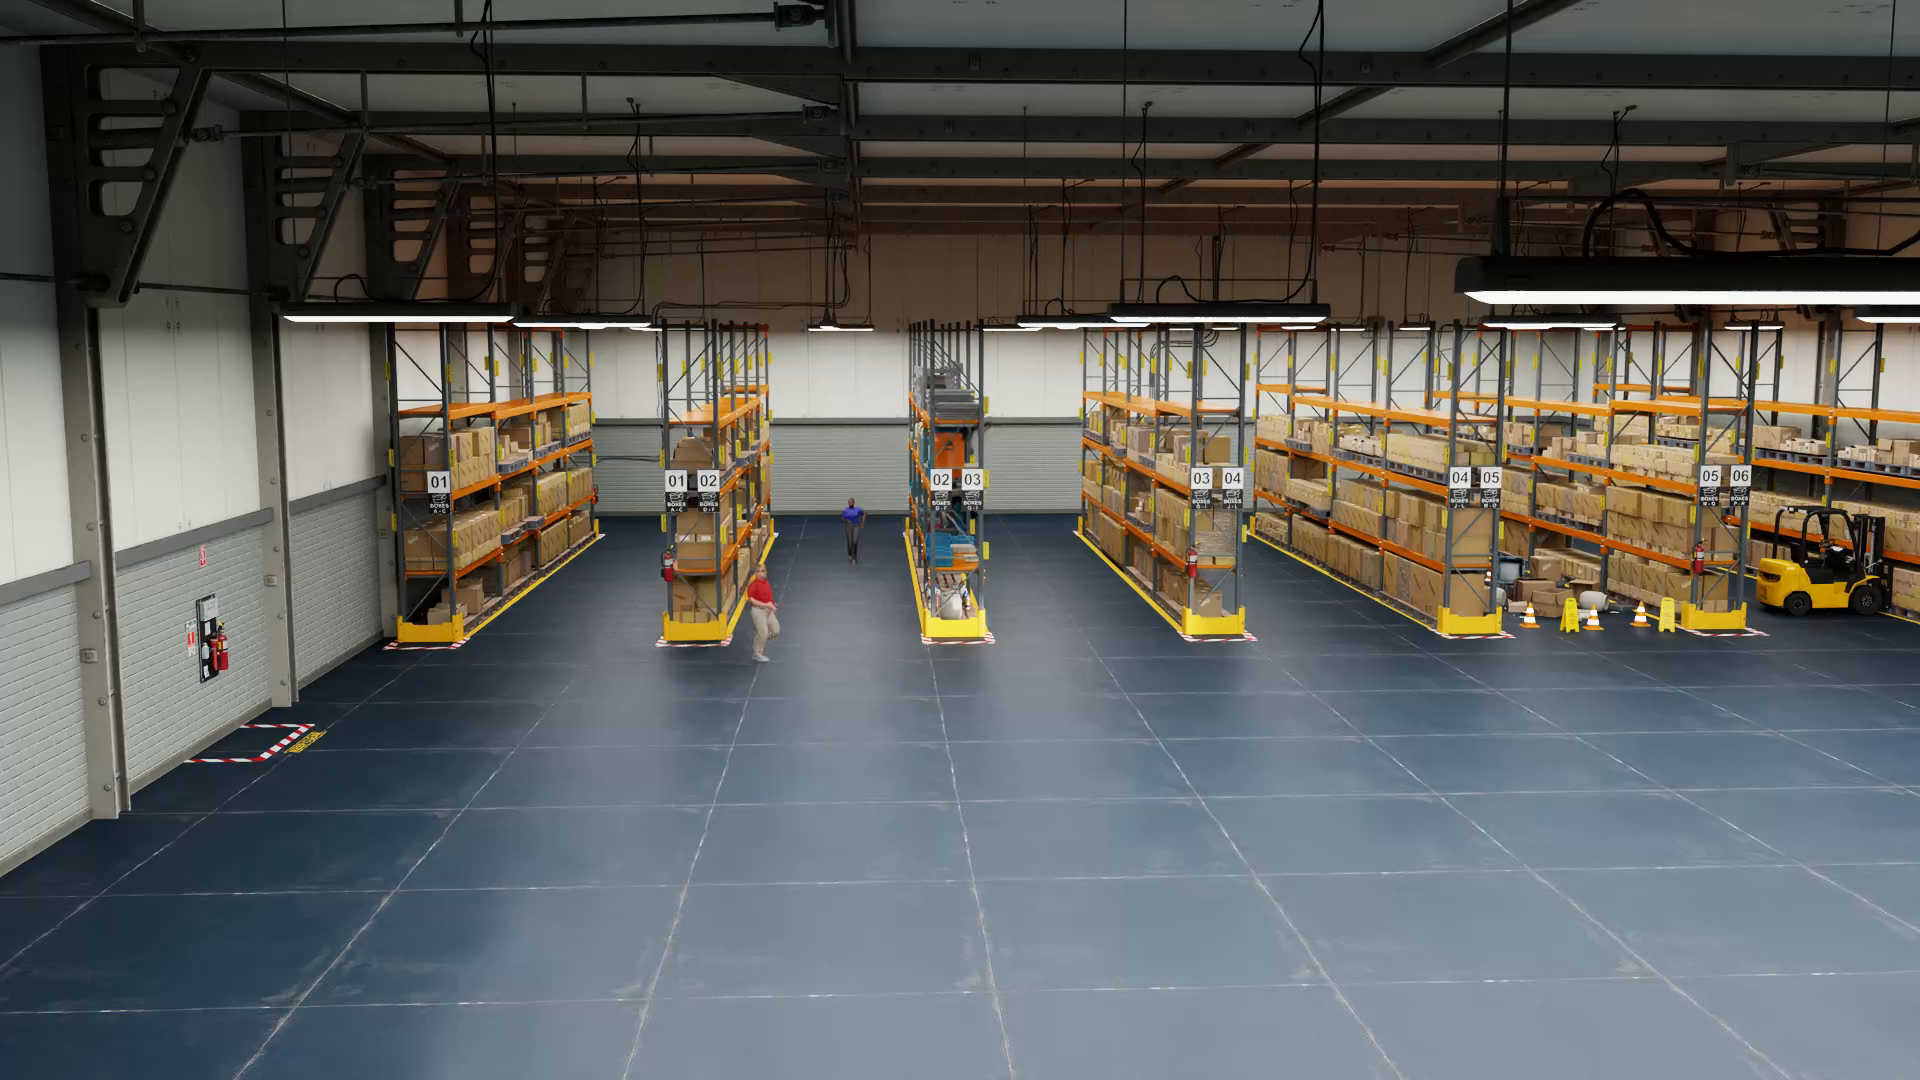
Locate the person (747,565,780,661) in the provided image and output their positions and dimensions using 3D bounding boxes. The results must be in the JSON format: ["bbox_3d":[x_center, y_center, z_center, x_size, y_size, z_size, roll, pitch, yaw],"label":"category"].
[{"bbox_3d":[-3.446,1.286,29.246,0.593,1.686,0.658,4,8,27],"label":"person"}]

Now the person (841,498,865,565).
[{"bbox_3d":[-2.683,-0.212,41.681,0.581,1.682,0.765,0,7,2],"label":"person"}]
